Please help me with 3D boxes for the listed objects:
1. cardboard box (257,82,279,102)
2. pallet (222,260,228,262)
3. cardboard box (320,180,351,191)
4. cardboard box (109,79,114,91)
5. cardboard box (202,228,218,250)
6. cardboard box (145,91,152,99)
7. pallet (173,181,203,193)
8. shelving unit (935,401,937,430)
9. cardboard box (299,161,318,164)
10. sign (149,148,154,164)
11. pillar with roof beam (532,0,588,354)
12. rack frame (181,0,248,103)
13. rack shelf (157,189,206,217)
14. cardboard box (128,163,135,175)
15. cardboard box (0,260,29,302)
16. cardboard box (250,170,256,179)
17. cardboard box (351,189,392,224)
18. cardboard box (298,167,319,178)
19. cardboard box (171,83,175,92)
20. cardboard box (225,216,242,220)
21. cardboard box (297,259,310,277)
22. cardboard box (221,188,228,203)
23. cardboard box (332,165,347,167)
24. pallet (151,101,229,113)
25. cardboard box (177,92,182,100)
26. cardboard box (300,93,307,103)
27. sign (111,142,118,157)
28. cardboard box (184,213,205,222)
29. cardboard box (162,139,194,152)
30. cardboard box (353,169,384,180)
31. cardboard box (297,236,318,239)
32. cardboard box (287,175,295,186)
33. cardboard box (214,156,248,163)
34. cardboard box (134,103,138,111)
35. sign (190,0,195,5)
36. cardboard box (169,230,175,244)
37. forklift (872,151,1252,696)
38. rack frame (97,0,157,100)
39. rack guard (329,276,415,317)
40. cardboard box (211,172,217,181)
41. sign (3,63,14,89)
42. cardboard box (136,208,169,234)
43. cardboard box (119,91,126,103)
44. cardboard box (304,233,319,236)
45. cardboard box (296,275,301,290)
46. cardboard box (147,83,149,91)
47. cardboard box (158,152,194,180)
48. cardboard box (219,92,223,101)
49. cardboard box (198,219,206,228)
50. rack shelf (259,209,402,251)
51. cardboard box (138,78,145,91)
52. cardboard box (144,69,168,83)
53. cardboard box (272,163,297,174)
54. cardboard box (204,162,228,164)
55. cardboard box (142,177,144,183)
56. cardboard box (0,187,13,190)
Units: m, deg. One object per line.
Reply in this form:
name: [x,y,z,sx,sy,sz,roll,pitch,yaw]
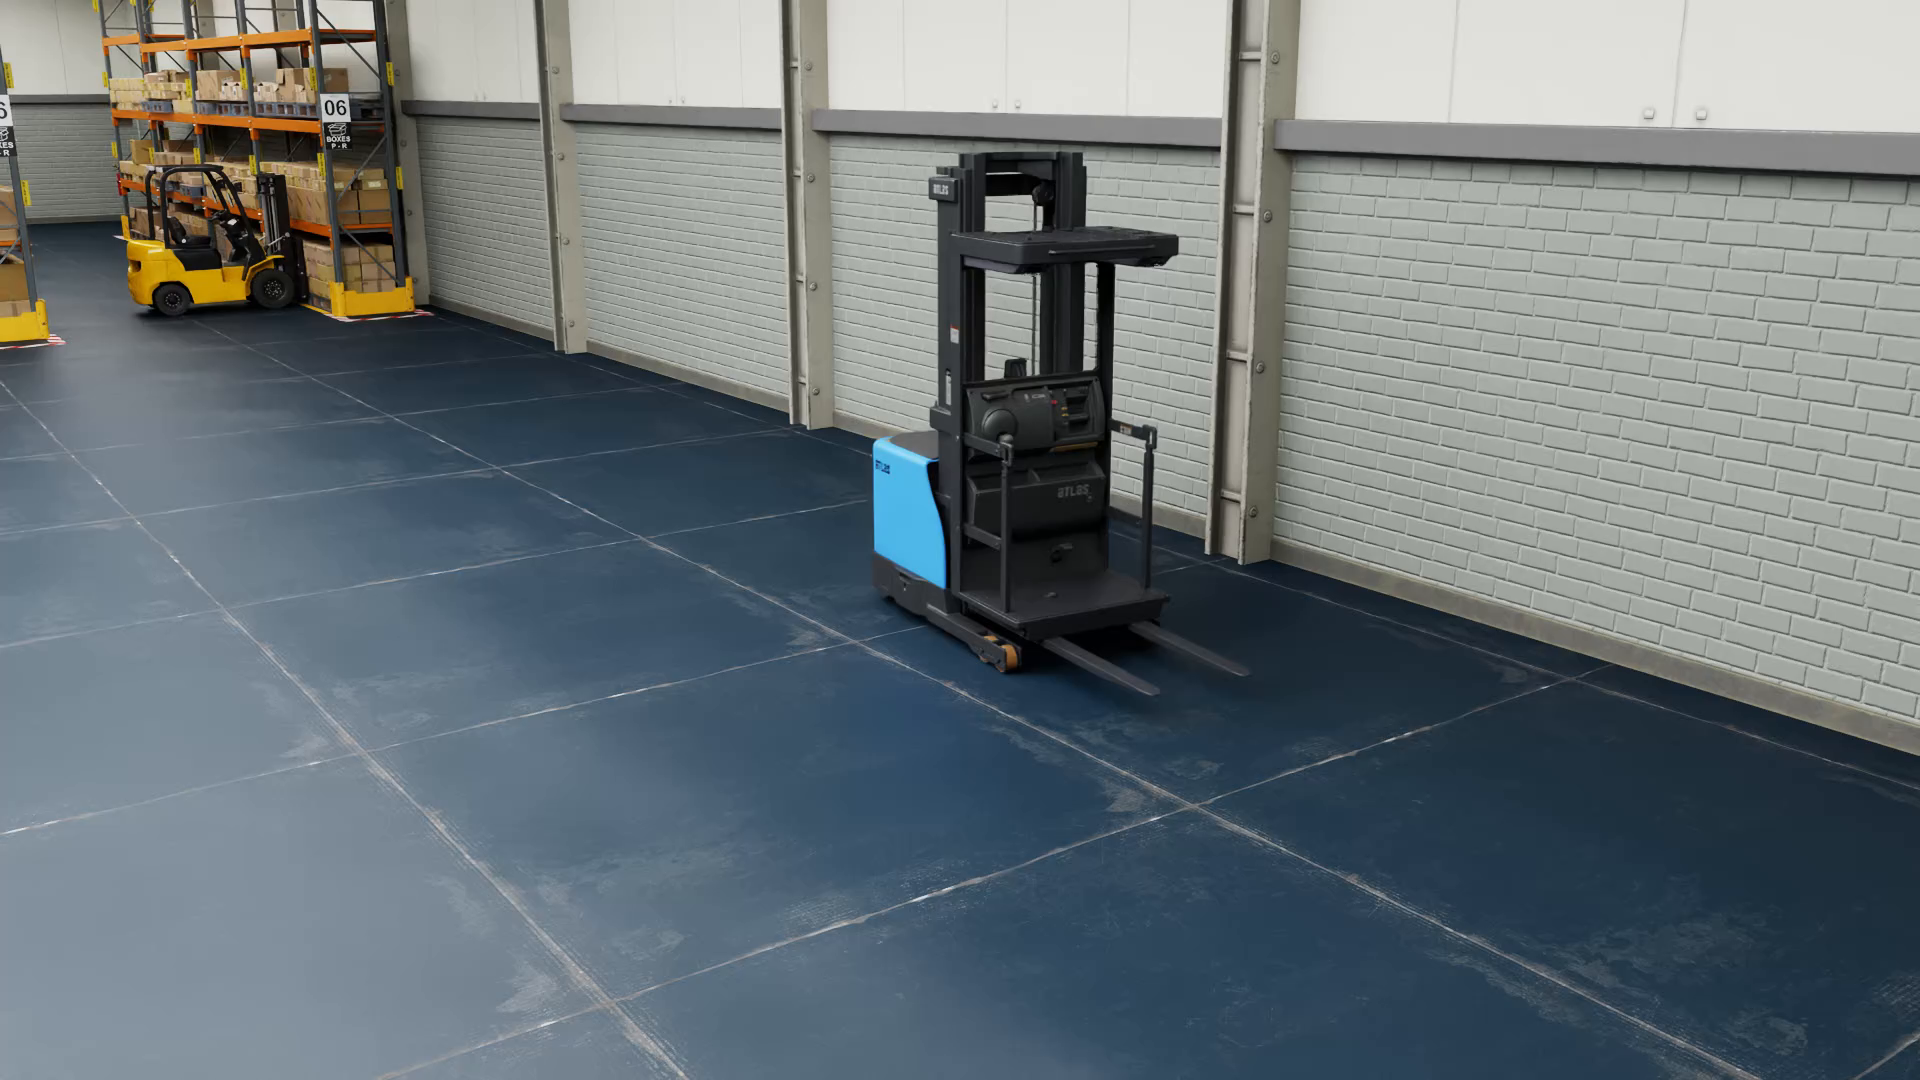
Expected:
cardboard box: [-10.928,-7.181,26.634,0.500,0.311,0.500,-10,18,-33]
pallet: [-13.120,-5.070,30.699,1.003,0.211,1.213,-11,19,-35]
cardboard box: [-9.299,-5.280,24.766,0.380,0.149,0.250,-11,19,-34]
cardboard box: [-18.218,-9.930,36.266,0.500,0.250,0.500,-11,19,-35]
cardboard box: [-13.994,-5.650,31.477,0.500,0.500,0.500,-10,18,-33]
cardboard box: [-15.946,-8.841,33.004,0.380,0.149,0.250,-11,19,-34]
pallet: [-14.719,-6.918,32.535,1.003,0.211,1.213,-11,19,-35]
shelving unit: [-0.031,-0.518,12.479,0.215,1.050,0.252,-11,19,-35]
cardboard box: [-10.674,-6.166,27.439,0.380,0.149,0.250,-11,19,-36]
sign: [-16.358,-7.782,33.688,0.100,0.325,0.005,-11,19,-35]
pillar with roof beam: [-8.503,-6.121,17.893,9.100,9.000,0.400,-11,19,-35]
rack frame: [-13.572,-9.490,30.203,1.000,3.000,0.127,-11,19,-35]
rack shelf: [-14.748,-6.676,32.650,1.077,0.370,4.000,-11,19,-35]
cardboard box: [-17.630,-8.022,35.923,0.500,0.250,0.500,-11,19,-36]
cardboard box: [-13.146,-3.575,22.948,0.500,0.500,0.500,-12,19,-36]
cardboard box: [-11.767,-6.194,28.107,0.380,0.149,0.250,-11,19,-35]
cardboard box: [-8.935,-5.085,25.284,0.500,0.500,0.500,-10,18,-33]
cardboard box: [-9.924,-5.639,25.516,0.380,0.149,0.250,-10,18,-33]
cardboard box: [-14.776,-8.611,31.640,0.380,0.149,0.250,-11,19,-34]
cardboard box: [-13.972,-6.167,32.139,0.380,0.149,0.250,-11,19,-34]
cardboard box: [-10.014,-4.277,25.986,0.500,0.250,0.500,-11,19,-36]
cardboard box: [-12.908,-6.174,29.737,0.500,0.250,0.500,-12,19,-36]
cardboard box: [-9.779,-5.832,26.221,0.380,0.149,0.250,-11,19,-34]
pallet: [-14.985,-8.436,32.389,1.213,0.211,1.003,-11,19,-35]
cardboard box: [-14.711,-8.480,31.725,0.380,0.149,0.250,-10,18,-33]
cardboard box: [-9.601,-6.594,24.796,0.380,0.149,0.250,-12,19,-36]
sign: [-18.715,-8.638,36.814,0.100,0.325,0.005,-11,19,-35]
cardboard box: [-15.110,-6.373,32.891,0.380,0.149,0.250,-10,18,-33]
cardboard box: [-16.584,-8.243,35.310,0.500,0.500,0.500,-11,19,-36]
cardboard box: [-8.893,-5.498,24.999,0.380,0.149,0.250,-11,19,-36]
cardboard box: [-10.595,-4.734,26.708,0.500,0.250,0.500,-10,18,-33]
cardboard box: [-10.352,-5.661,26.160,0.380,0.149,0.250,-11,19,-36]
cardboard box: [-13.748,-6.981,31.417,0.500,0.500,0.500,-10,18,-32]
cardboard box: [-17.094,-9.086,34.886,0.380,0.149,0.250,-11,19,-34]
sign: [-15.478,-10.958,33.499,0.100,0.325,0.005,-11,19,-35]
cardboard box: [-15.821,-6.309,33.885,0.500,0.500,0.500,-10,18,-32]
forklift: [0.568,-0.773,9.848,1.130,2.935,3.031,-8,17,-28]
rack frame: [-18.276,-11.198,36.444,1.000,3.000,0.127,-11,19,-35]
rack guard: [-8.854,-3.677,25.065,1.175,0.500,0.348,-11,19,-35]
cardboard box: [-13.215,-6.525,30.073,0.500,0.250,0.500,-10,18,-33]
sign: [-12.442,-6.069,21.732,0.100,0.325,0.005,-11,19,-35]
cardboard box: [-17.522,-6.968,36.291,0.700,0.500,0.500,-10,18,-32]
cardboard box: [-17.630,-9.469,35.529,0.500,0.250,0.500,-12,19,-36]
cardboard box: [-10.464,-4.920,27.389,0.500,0.250,0.500,-11,19,-35]
cardboard box: [-10.295,-4.139,26.430,0.500,0.250,0.500,-10,18,-33]
cardboard box: [-15.889,-8.993,32.996,0.380,0.149,0.250,-11,18,-34]
cardboard box: [-15.516,-7.453,33.139,0.700,0.500,0.500,-11,19,-34]
cardboard box: [-12.566,-7.671,28.730,0.380,0.149,0.250,-11,19,-35]
cardboard box: [-14.253,-6.026,31.621,0.380,0.149,0.250,-12,19,-37]
rack shelf: [-10.044,-4.968,26.409,1.077,0.370,4.000,-11,19,-35]
cardboard box: [-16.415,-9.280,33.891,0.500,0.250,0.500,-11,19,-34]
cardboard box: [-16.029,-9.252,33.157,0.396,0.266,0.258,-11,19,-35]
cardboard box: [-10.820,-5.967,26.713,0.380,0.149,0.250,-10,18,-33]
cardboard box: [-13.623,-6.844,30.480,0.380,0.149,0.250,-10,18,-33]
cardboard box: [-17.209,-7.690,35.468,0.380,0.149,0.250,-11,19,-35]
cardboard box: [-13.242,-4.563,22.812,0.500,0.500,0.500,-10,18,-33]
